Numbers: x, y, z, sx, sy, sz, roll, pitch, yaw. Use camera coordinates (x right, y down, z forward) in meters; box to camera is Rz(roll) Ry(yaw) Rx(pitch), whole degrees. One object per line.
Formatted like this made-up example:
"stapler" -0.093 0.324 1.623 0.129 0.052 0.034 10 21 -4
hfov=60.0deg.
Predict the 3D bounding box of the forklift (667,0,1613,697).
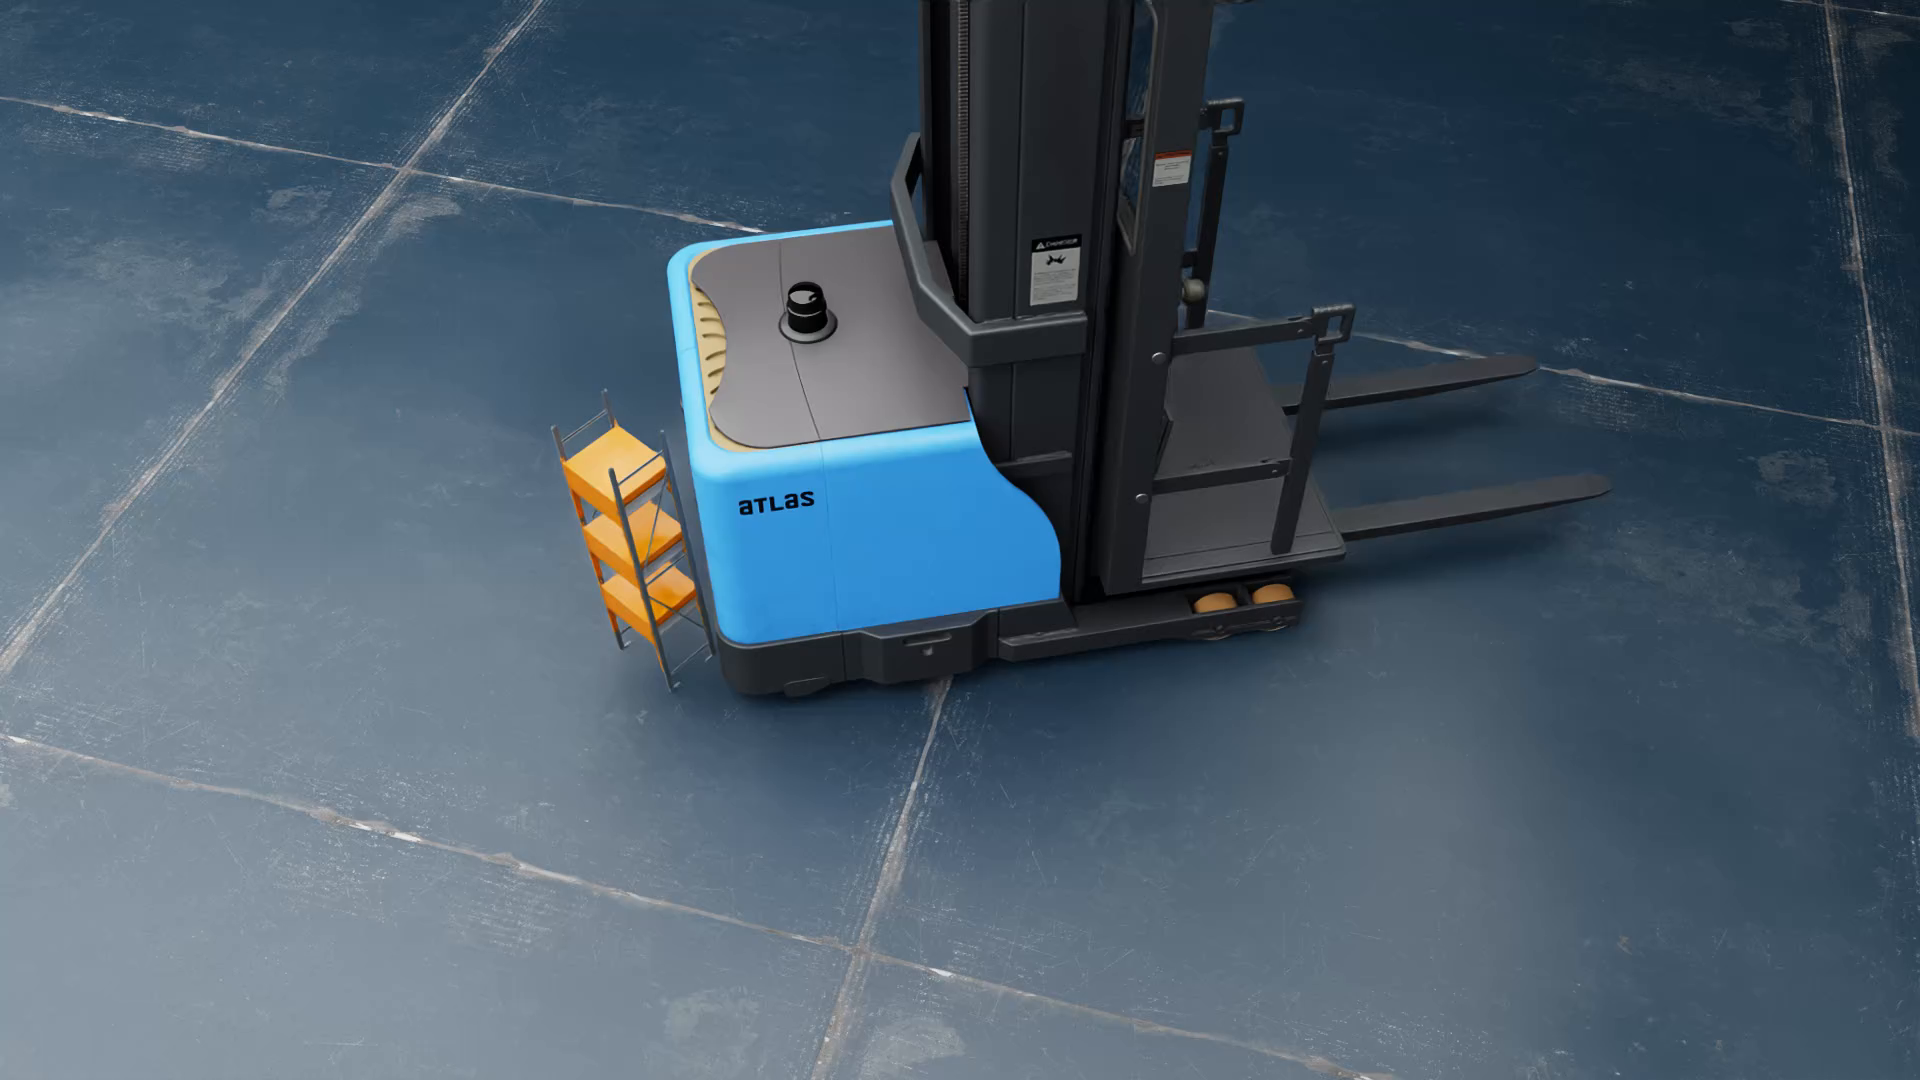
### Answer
"forklift" 0.655 -1.025 4.699 3.031 2.935 1.130 -8 49 -7

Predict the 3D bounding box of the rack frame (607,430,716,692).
"rack frame" -0.876 0.090 4.965 0.008 1.050 0.200 34 59 26

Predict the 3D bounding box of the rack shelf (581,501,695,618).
"rack shelf" -0.966 0.036 5.027 0.240 0.259 0.215 34 59 26

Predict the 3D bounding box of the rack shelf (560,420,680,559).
"rack shelf" -0.973 -0.146 4.809 0.240 0.259 0.215 34 59 26

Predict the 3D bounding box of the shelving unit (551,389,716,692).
"shelving unit" -0.966 0.029 5.019 0.252 1.050 0.215 34 59 26

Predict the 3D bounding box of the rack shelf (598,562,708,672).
"rack shelf" -0.959 0.214 5.240 0.240 0.259 0.215 34 59 26

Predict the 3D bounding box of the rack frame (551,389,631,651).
"rack frame" -1.056 -0.033 5.073 0.008 1.050 0.200 34 59 26
